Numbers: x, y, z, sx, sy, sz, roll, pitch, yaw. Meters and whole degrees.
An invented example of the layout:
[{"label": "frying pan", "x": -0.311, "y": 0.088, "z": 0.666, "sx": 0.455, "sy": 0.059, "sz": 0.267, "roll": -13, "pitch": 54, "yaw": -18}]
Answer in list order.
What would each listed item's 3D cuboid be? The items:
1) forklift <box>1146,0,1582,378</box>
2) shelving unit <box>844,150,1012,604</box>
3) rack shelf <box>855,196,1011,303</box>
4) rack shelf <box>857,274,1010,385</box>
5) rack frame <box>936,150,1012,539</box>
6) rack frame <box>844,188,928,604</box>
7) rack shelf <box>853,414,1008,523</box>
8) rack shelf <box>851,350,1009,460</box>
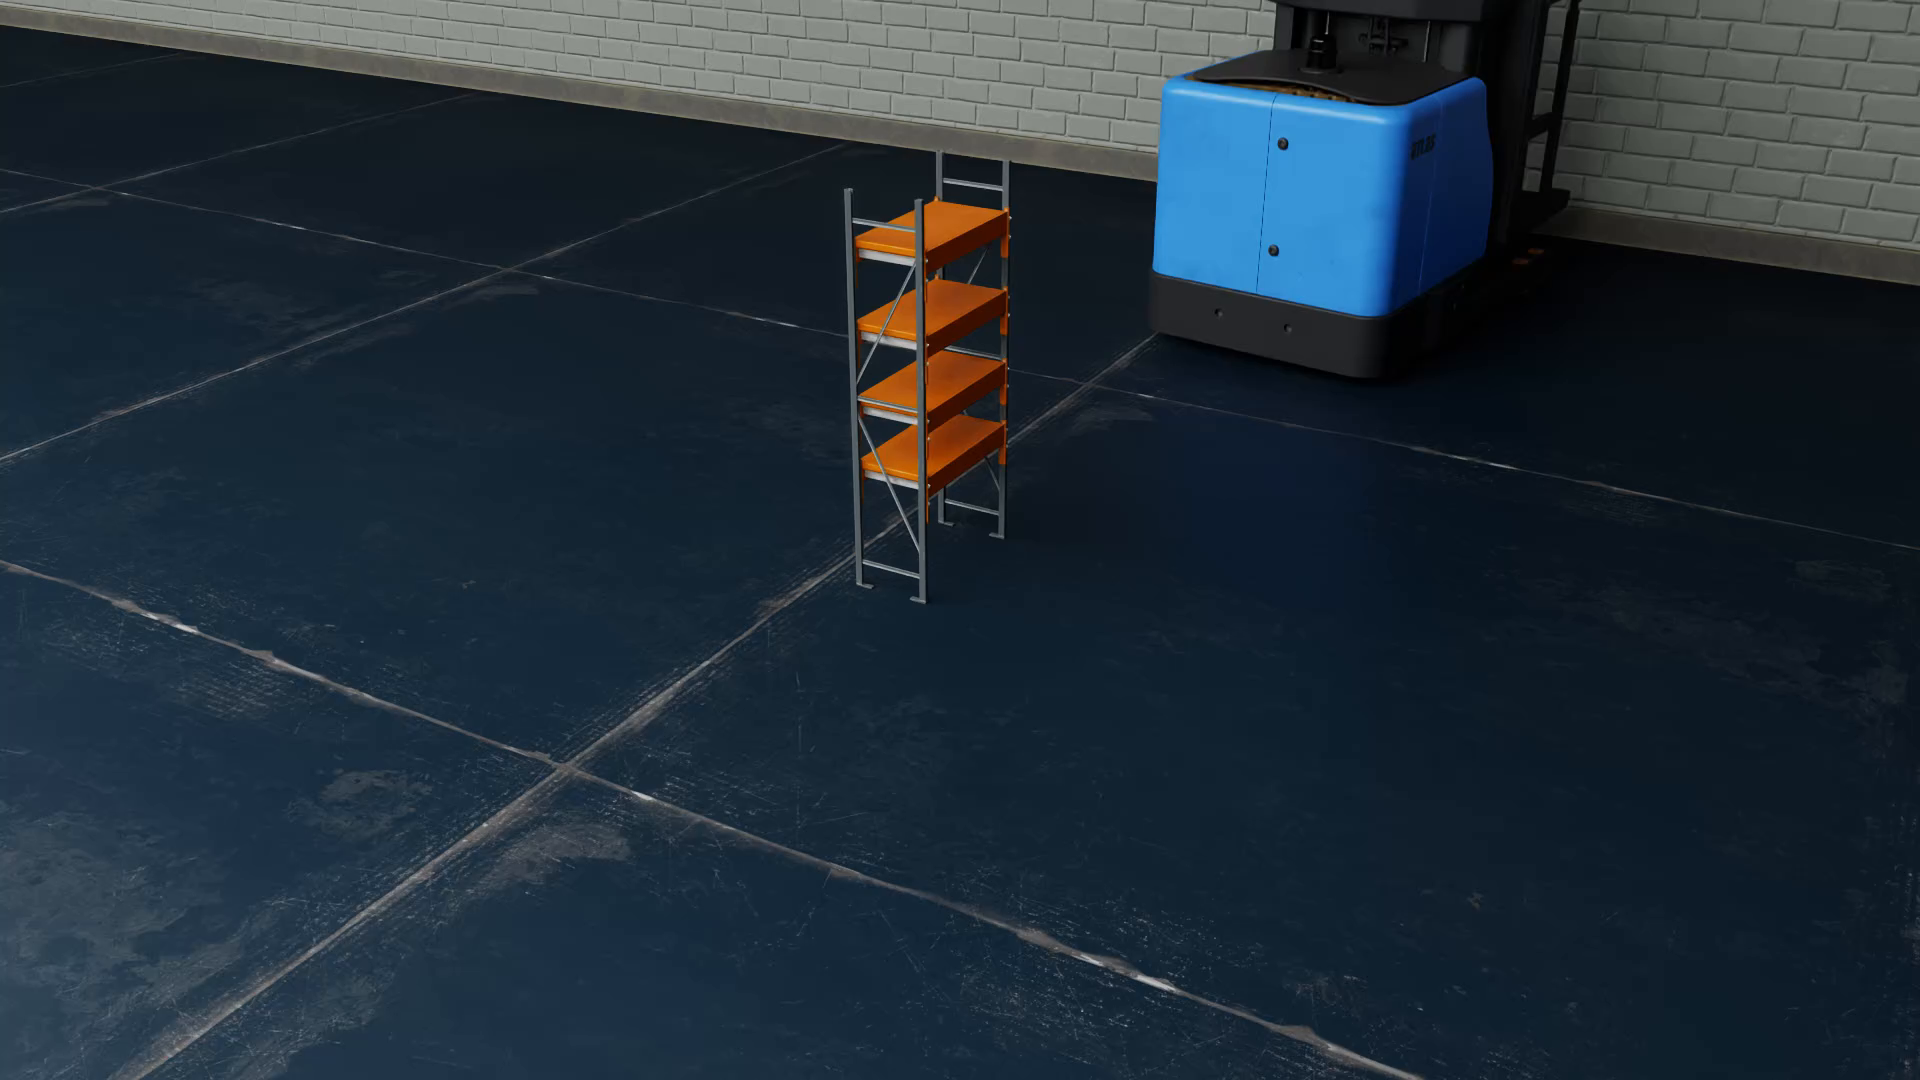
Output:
[{"label": "forklift", "x": 2.052, "y": -2.523, "z": 7.015, "sx": 1.130, "sy": 2.935, "sz": 3.031, "roll": 19, "pitch": 32, "yaw": 32}, {"label": "shelving unit", "x": -0.081, "y": -0.472, "z": 4.853, "sx": 0.258, "sy": 1.200, "sz": 0.503, "roll": 14, "pitch": 30, "yaw": 26}, {"label": "rack shelf", "x": -0.081, "y": -0.823, "z": 4.677, "sx": 0.258, "sy": 0.148, "sz": 0.480, "roll": 14, "pitch": 30, "yaw": 26}, {"label": "rack shelf", "x": -0.081, "y": -0.612, "z": 4.783, "sx": 0.258, "sy": 0.148, "sz": 0.480, "roll": 14, "pitch": 30, "yaw": 26}, {"label": "rack frame", "x": 0.039, "y": -0.567, "z": 5.043, "sx": 0.240, "sy": 1.200, "sz": 0.015, "roll": 14, "pitch": 30, "yaw": 26}, {"label": "rack frame", "x": -0.201, "y": -0.377, "z": 4.663, "sx": 0.240, "sy": 1.200, "sz": 0.015, "roll": 14, "pitch": 30, "yaw": 26}, {"label": "rack shelf", "x": -0.081, "y": -0.234, "z": 4.972, "sx": 0.258, "sy": 0.148, "sz": 0.480, "roll": 14, "pitch": 30, "yaw": 26}, {"label": "rack shelf", "x": -0.081, "y": -0.412, "z": 4.883, "sx": 0.258, "sy": 0.148, "sz": 0.480, "roll": 14, "pitch": 30, "yaw": 26}]
